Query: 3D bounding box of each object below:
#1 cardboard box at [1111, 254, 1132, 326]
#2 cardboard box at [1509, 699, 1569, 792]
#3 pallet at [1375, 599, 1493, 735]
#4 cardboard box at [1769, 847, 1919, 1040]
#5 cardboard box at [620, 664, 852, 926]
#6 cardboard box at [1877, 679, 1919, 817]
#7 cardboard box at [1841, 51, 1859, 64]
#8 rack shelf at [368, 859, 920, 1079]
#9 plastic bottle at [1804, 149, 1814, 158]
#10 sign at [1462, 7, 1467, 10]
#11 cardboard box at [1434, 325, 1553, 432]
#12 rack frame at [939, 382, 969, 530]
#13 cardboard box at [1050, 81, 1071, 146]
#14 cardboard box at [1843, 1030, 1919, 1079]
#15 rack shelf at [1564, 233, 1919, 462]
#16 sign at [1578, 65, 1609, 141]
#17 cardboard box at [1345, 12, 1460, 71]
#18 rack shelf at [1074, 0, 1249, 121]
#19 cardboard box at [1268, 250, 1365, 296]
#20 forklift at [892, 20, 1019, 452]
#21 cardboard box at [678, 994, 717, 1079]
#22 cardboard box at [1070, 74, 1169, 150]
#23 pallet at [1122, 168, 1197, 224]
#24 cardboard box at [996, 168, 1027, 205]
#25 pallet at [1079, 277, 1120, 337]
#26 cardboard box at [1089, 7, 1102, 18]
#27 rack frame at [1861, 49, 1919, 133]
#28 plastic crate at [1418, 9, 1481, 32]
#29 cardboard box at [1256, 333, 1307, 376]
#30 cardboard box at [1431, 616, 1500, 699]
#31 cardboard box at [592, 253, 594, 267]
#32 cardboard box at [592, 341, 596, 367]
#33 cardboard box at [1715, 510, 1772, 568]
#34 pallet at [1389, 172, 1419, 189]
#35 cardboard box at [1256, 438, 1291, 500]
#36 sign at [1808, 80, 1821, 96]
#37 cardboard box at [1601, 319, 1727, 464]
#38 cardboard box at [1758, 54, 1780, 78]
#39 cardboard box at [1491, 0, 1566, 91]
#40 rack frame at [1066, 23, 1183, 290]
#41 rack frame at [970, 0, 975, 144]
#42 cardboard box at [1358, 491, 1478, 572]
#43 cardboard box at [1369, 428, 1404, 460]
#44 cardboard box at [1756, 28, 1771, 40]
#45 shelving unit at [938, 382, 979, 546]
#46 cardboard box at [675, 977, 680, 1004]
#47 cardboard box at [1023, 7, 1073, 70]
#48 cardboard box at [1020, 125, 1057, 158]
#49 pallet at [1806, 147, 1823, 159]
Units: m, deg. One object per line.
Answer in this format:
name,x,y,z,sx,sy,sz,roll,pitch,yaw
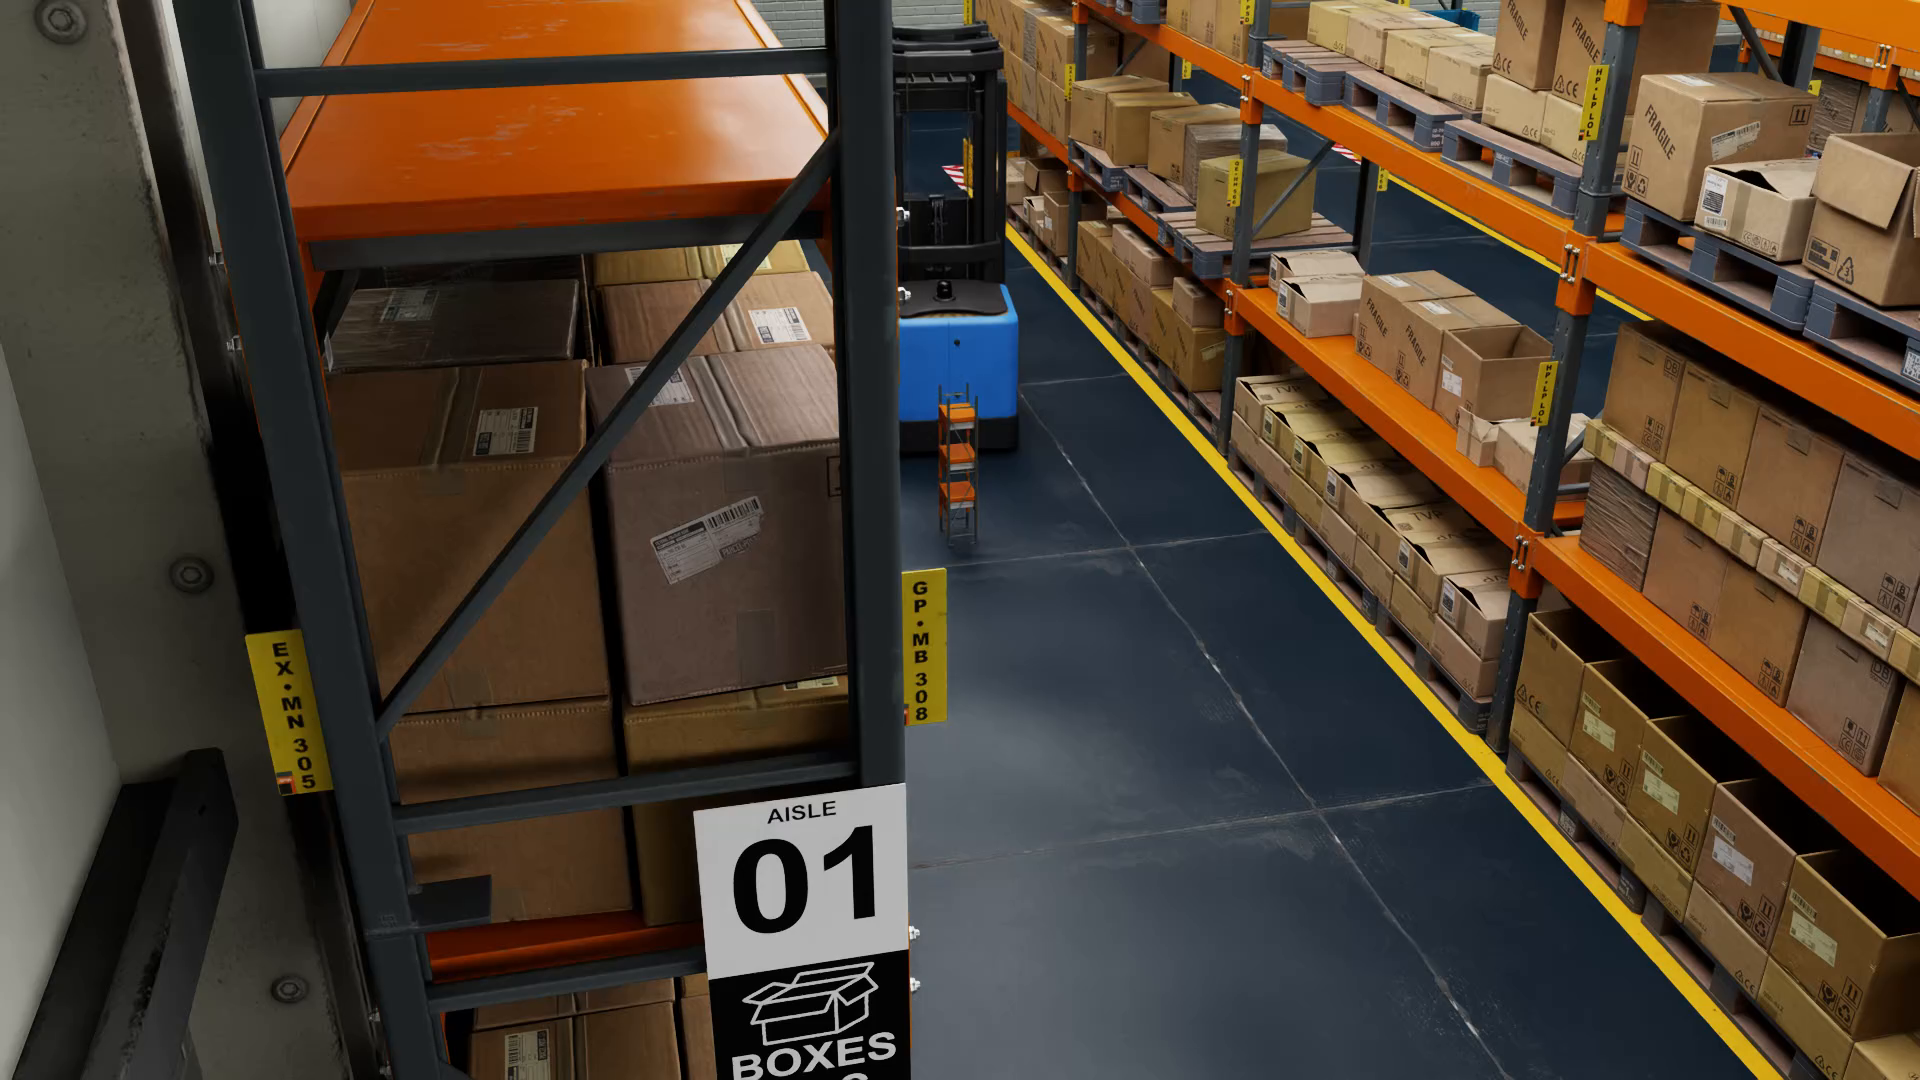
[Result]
cardboard box,1.627,-2.177,14.367,0.500,0.500,0.500,-6,27,-11
cardboard box,3.131,1.000,8.373,0.500,0.250,0.500,-6,27,-12
pallet,3.118,0.651,9.573,1.003,0.211,1.213,-6,27,-12
cardboard box,3.573,1.544,6.462,0.500,0.500,0.500,-6,27,-12
cardboard box,-0.434,0.421,3.471,0.500,0.500,0.500,-5,27,-10
cardboard box,3.901,0.782,6.108,0.700,0.500,0.500,-6,27,-11
cardboard box,10.376,-5.571,19.083,0.380,0.149,0.250,-7,28,-13
rack shelf,-1.053,0.090,5.059,1.077,0.370,4.000,-6,27,-12
plastic bottle,7.249,-3.215,14.266,0.061,0.283,0.133,-6,27,-12
sign,5.977,-6.180,19.830,0.100,0.325,0.005,-6,27,-12
cardboard box,3.046,-0.890,9.419,0.500,0.500,0.500,-4,27,-8
rack frame,-0.040,-0.546,11.013,0.200,1.050,0.008,-6,27,-12
cardboard box,1.156,-4.025,15.631,0.500,0.500,0.500,-6,27,-11
cardboard box,3.690,2.098,6.197,0.500,0.250,0.500,-6,27,-12
rack shelf,3.773,-0.415,6.059,1.077,0.370,4.000,-6,27,-12
sign,2.795,-1.926,7.331,0.100,0.325,0.005,-6,27,-12
cardboard box,2.713,-3.069,10.219,0.500,0.250,0.500,-5,27,-10
rack shelf,1.970,-3.927,13.017,1.077,0.370,4.000,-6,27,-12
cardboard box,2.460,-1.827,11.486,0.500,0.311,0.500,-4,27,-8
forklift,-0.216,-2.586,12.966,1.130,2.935,3.031,-2,27,-5
cardboard box,-0.417,1.469,4.169,0.500,0.500,0.500,-6,27,-12
cardboard box,1.408,-3.788,14.696,0.700,0.500,0.500,-16,31,-29
pallet,1.978,-2.798,13.525,1.003,0.211,1.213,-6,27,-12
cardboard box,0.689,-3.805,17.870,0.500,0.250,0.500,-6,27,-12
pallet,1.739,-2.189,15.199,1.003,0.211,1.213,-6,27,-12
cardboard box,1.455,-4.965,16.385,0.500,0.500,0.500,-7,28,-13
rack frame,7.247,-2.532,12.784,1.000,3.000,0.127,-6,27,-12
plastic crate,5.702,-5.959,19.467,0.616,0.435,0.499,-6,27,-12
cardboard box,2.596,-1.340,12.709,0.500,0.500,0.500,-5,27,-9
cardboard box,2.946,0.613,9.139,0.500,0.250,0.500,-6,27,-12
cardboard box,-0.865,-0.949,5.076,0.500,0.500,0.500,-7,28,-13
cardboard box,-1.298,-0.247,4.796,0.500,0.500,0.500,-4,27,-8
cardboard box,3.425,-0.023,6.982,0.380,0.149,0.250,-7,28,-13
pallet,5.592,-4.433,19.646,1.003,0.211,1.213,-6,27,-12
cardboard box,2.366,-0.510,11.364,0.500,0.250,0.500,-7,28,-13
sign,3.862,-1.937,7.615,0.100,0.325,0.005,-6,27,-12
cardboard box,3.428,-0.704,7.612,0.700,0.500,0.500,-6,27,-11
cardboard box,10.492,-5.513,20.583,0.875,0.875,0.875,-6,27,-12
cardboard box,3.070,-2.592,8.441,0.500,0.500,0.500,-3,27,-7
rack frame,1.519,-3.787,15.270,1.000,3.000,0.127,-6,27,-12
rack frame,0.617,-5.543,18.749,1.000,3.000,0.127,-6,27,-12
cardboard box,2.718,-0.081,9.891,0.500,0.311,0.500,-6,27,-12
cardboard box,3.013,-0.587,10.893,0.500,0.311,0.500,-6,27,-12
cardboard box,10.028,-6.246,20.420,0.380,0.149,0.250,-6,27,-11
shelving unit,-0.012,-0.492,10.906,0.215,1.050,0.252,-6,27,-12
cardboard box,-0.643,1.347,5.244,0.500,0.250,0.500,-6,27,-12
cardboard box,0.921,-4.919,16.293,0.500,0.500,0.500,-6,27,-11
cardboard box,0.980,-4.410,18.790,0.500,0.500,0.500,-6,27,-12
pallet,10.798,-4.425,19.629,1.003,0.211,1.213,-6,27,-12
